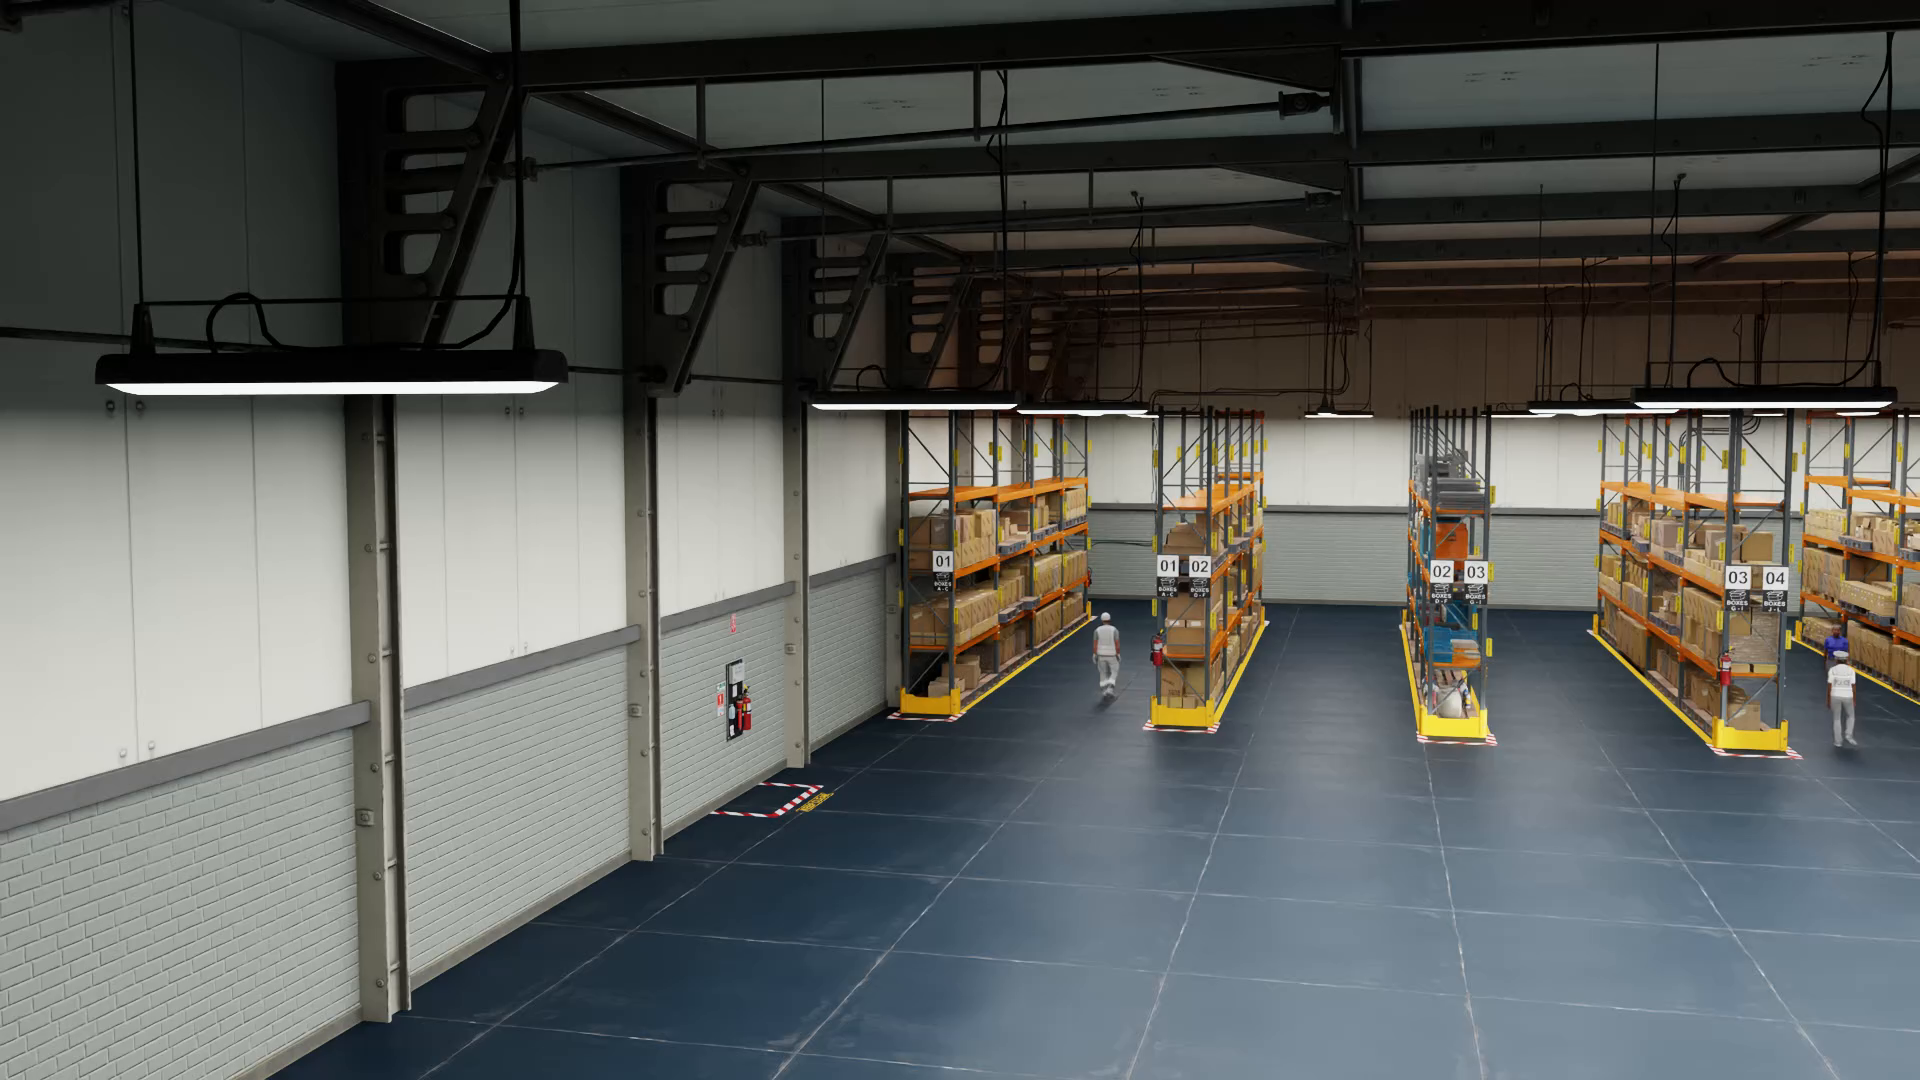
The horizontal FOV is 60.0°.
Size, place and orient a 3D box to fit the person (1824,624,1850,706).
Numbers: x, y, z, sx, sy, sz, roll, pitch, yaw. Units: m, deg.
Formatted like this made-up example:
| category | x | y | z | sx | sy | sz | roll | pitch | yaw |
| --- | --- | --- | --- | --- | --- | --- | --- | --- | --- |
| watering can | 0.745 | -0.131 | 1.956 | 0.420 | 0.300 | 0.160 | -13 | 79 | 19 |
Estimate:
| category | x | y | z | sx | sy | sz | roll | pitch | yaw |
| --- | --- | --- | --- | --- | --- | --- | --- | --- | --- |
| person | 17.663 | 2.501 | 33.474 | 0.436 | 1.598 | 0.963 | 1 | 4 | 20 |

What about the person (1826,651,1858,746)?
| category | x | y | z | sx | sy | sz | roll | pitch | yaw |
| --- | --- | --- | --- | --- | --- | --- | --- | --- | --- |
| person | 15.477 | 2.796 | 29.170 | 0.498 | 1.675 | 0.471 | 1 | 4 | 18 |

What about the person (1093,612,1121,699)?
| category | x | y | z | sx | sy | sz | roll | pitch | yaw |
| --- | --- | --- | --- | --- | --- | --- | --- | --- | --- |
| person | 3.014 | 2.385 | 34.186 | 0.573 | 1.787 | 0.551 | 1 | 4 | 13 |
